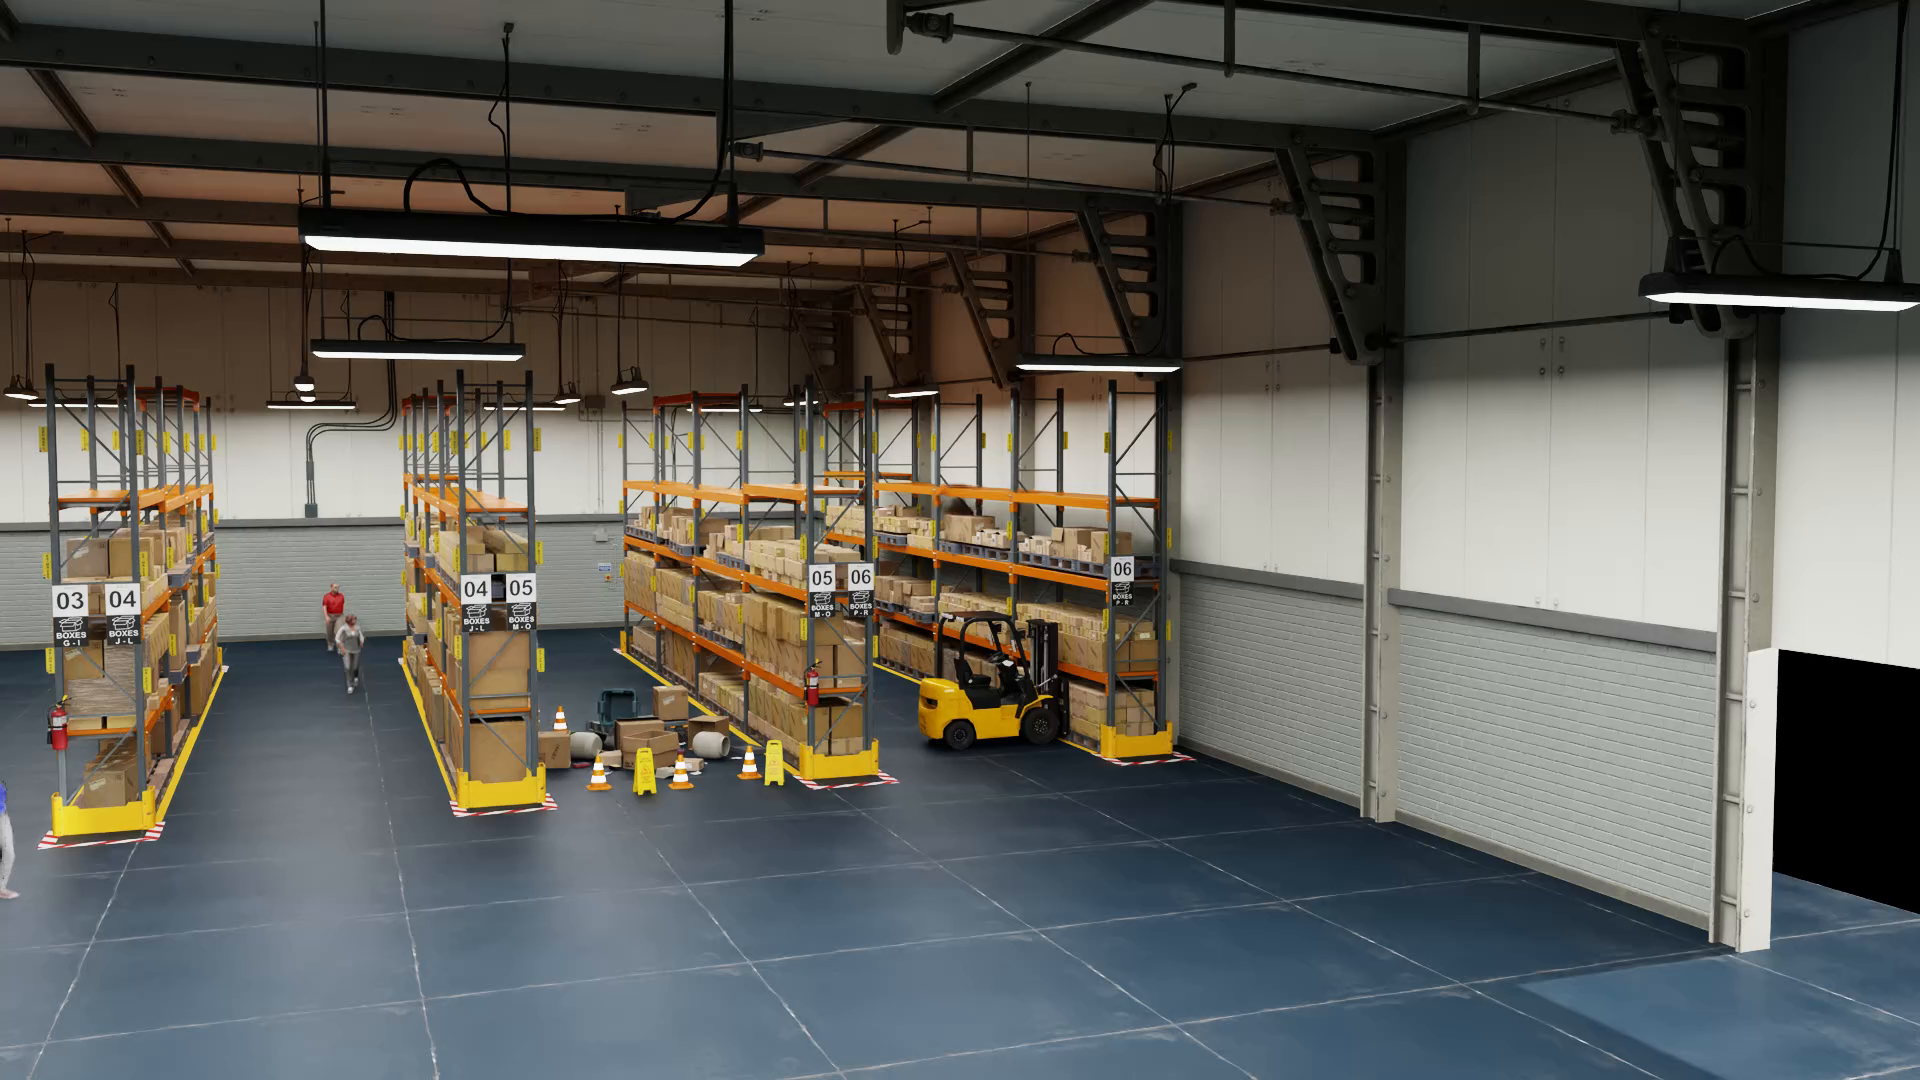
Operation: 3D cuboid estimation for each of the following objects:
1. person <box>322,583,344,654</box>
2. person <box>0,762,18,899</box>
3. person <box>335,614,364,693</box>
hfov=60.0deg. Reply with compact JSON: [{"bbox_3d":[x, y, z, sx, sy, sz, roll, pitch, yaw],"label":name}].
[{"bbox_3d":[-14.856,1.854,39.429,0.497,1.675,1.048,-1,4,-20],"label":"person"},{"bbox_3d":[-10.651,3.112,18.181,0.620,1.623,0.416,1,3,11],"label":"person"},{"bbox_3d":[-12.315,2.273,33.550,0.544,1.590,0.648,-1,4,-18],"label":"person"}]
